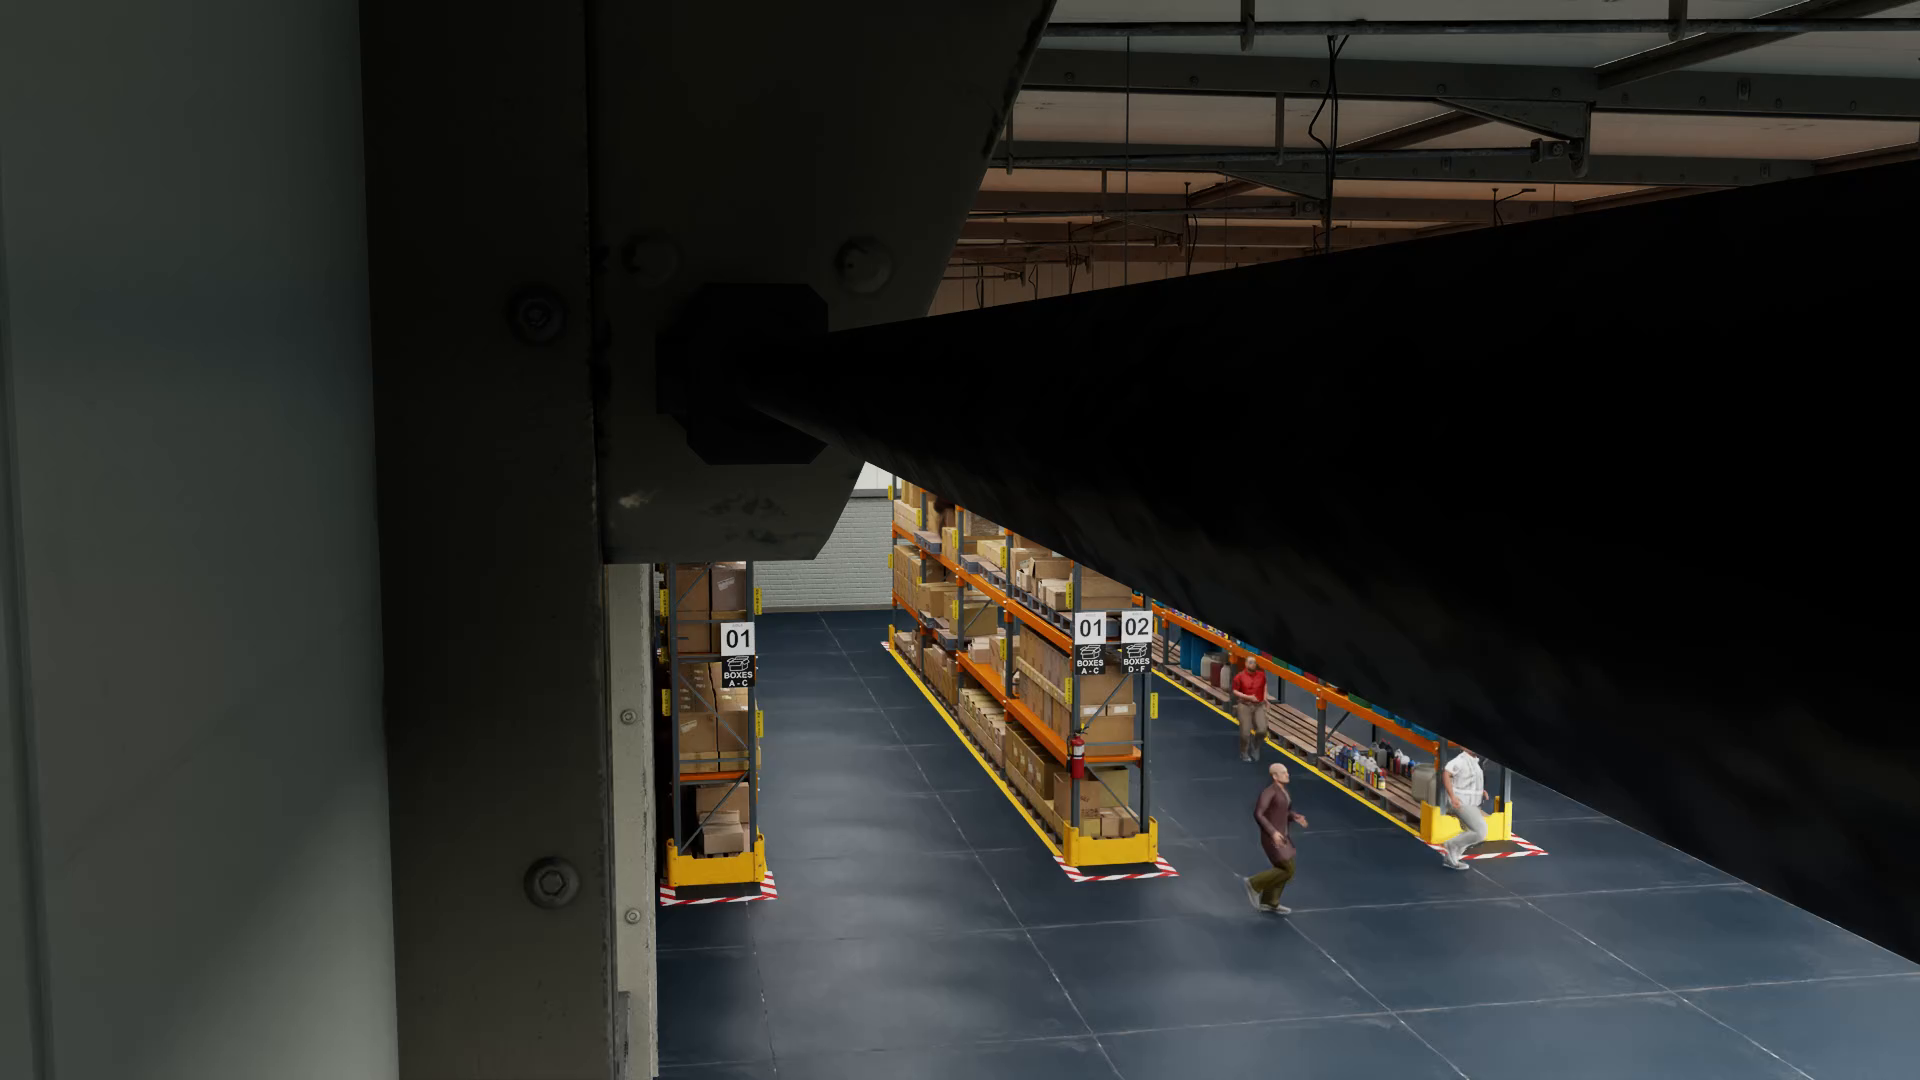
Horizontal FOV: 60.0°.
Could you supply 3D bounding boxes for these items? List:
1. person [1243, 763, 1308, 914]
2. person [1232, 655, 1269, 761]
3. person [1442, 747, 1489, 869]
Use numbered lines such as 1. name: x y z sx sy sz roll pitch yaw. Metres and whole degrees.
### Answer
1. person: 3.626 3.412 19.072 0.673 1.748 0.700 2 7 21
2. person: 4.591 2.660 26.096 0.646 1.691 0.648 -1 6 -11
3. person: 6.322 3.240 20.656 0.546 1.711 0.692 4 7 30
